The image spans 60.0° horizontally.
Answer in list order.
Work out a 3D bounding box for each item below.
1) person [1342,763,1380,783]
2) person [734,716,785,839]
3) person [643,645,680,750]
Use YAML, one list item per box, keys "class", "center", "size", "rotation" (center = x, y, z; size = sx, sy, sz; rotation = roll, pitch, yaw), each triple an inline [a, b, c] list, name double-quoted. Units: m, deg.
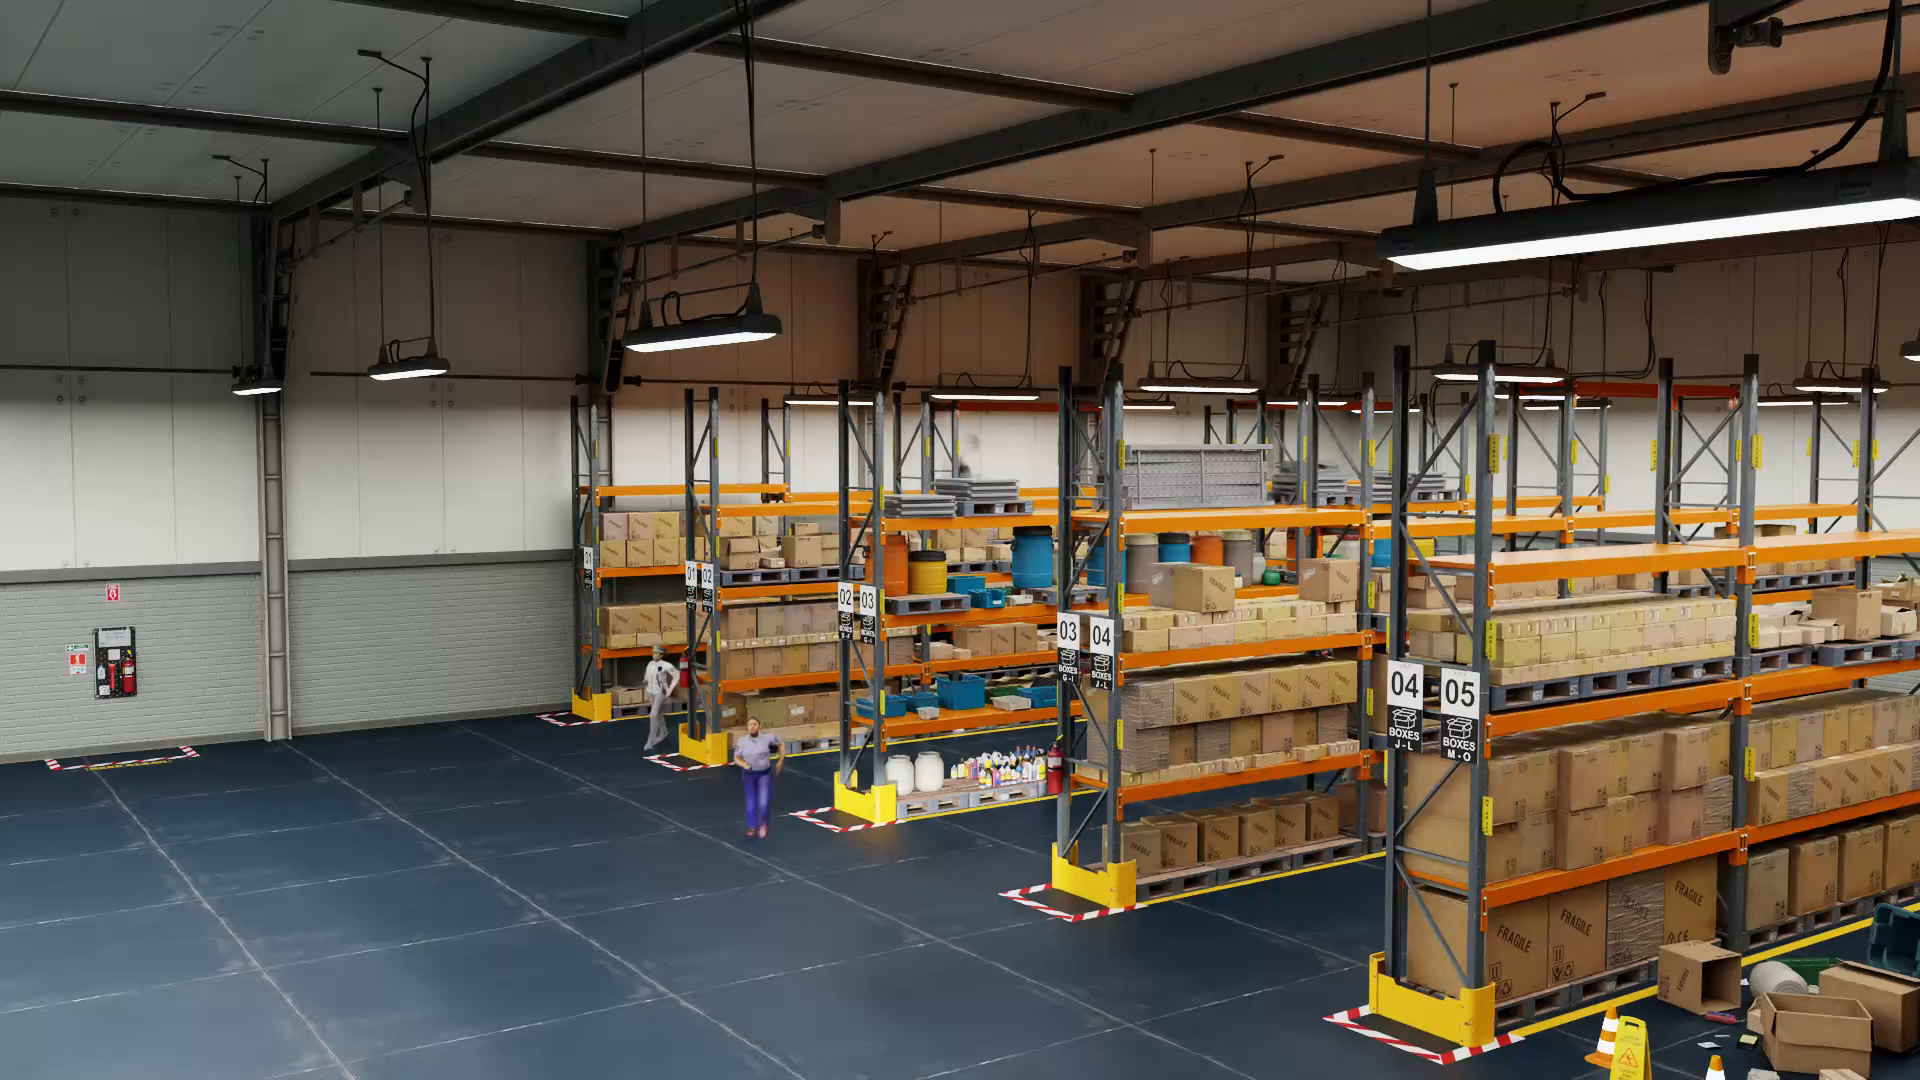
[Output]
- class: "person"
  center: [5.949, 2.829, 24.689]
  size: [0.815, 1.696, 0.560]
  rotation: [-3, 5, -42]
- class: "person"
  center: [-2.588, 3.065, 21.368]
  size: [0.624, 1.584, 0.780]
  rotation: [0, 3, 1]
- class: "person"
  center: [-5.077, 2.625, 28.008]
  size: [0.625, 1.746, 0.768]
  rotation: [2, 4, 34]
